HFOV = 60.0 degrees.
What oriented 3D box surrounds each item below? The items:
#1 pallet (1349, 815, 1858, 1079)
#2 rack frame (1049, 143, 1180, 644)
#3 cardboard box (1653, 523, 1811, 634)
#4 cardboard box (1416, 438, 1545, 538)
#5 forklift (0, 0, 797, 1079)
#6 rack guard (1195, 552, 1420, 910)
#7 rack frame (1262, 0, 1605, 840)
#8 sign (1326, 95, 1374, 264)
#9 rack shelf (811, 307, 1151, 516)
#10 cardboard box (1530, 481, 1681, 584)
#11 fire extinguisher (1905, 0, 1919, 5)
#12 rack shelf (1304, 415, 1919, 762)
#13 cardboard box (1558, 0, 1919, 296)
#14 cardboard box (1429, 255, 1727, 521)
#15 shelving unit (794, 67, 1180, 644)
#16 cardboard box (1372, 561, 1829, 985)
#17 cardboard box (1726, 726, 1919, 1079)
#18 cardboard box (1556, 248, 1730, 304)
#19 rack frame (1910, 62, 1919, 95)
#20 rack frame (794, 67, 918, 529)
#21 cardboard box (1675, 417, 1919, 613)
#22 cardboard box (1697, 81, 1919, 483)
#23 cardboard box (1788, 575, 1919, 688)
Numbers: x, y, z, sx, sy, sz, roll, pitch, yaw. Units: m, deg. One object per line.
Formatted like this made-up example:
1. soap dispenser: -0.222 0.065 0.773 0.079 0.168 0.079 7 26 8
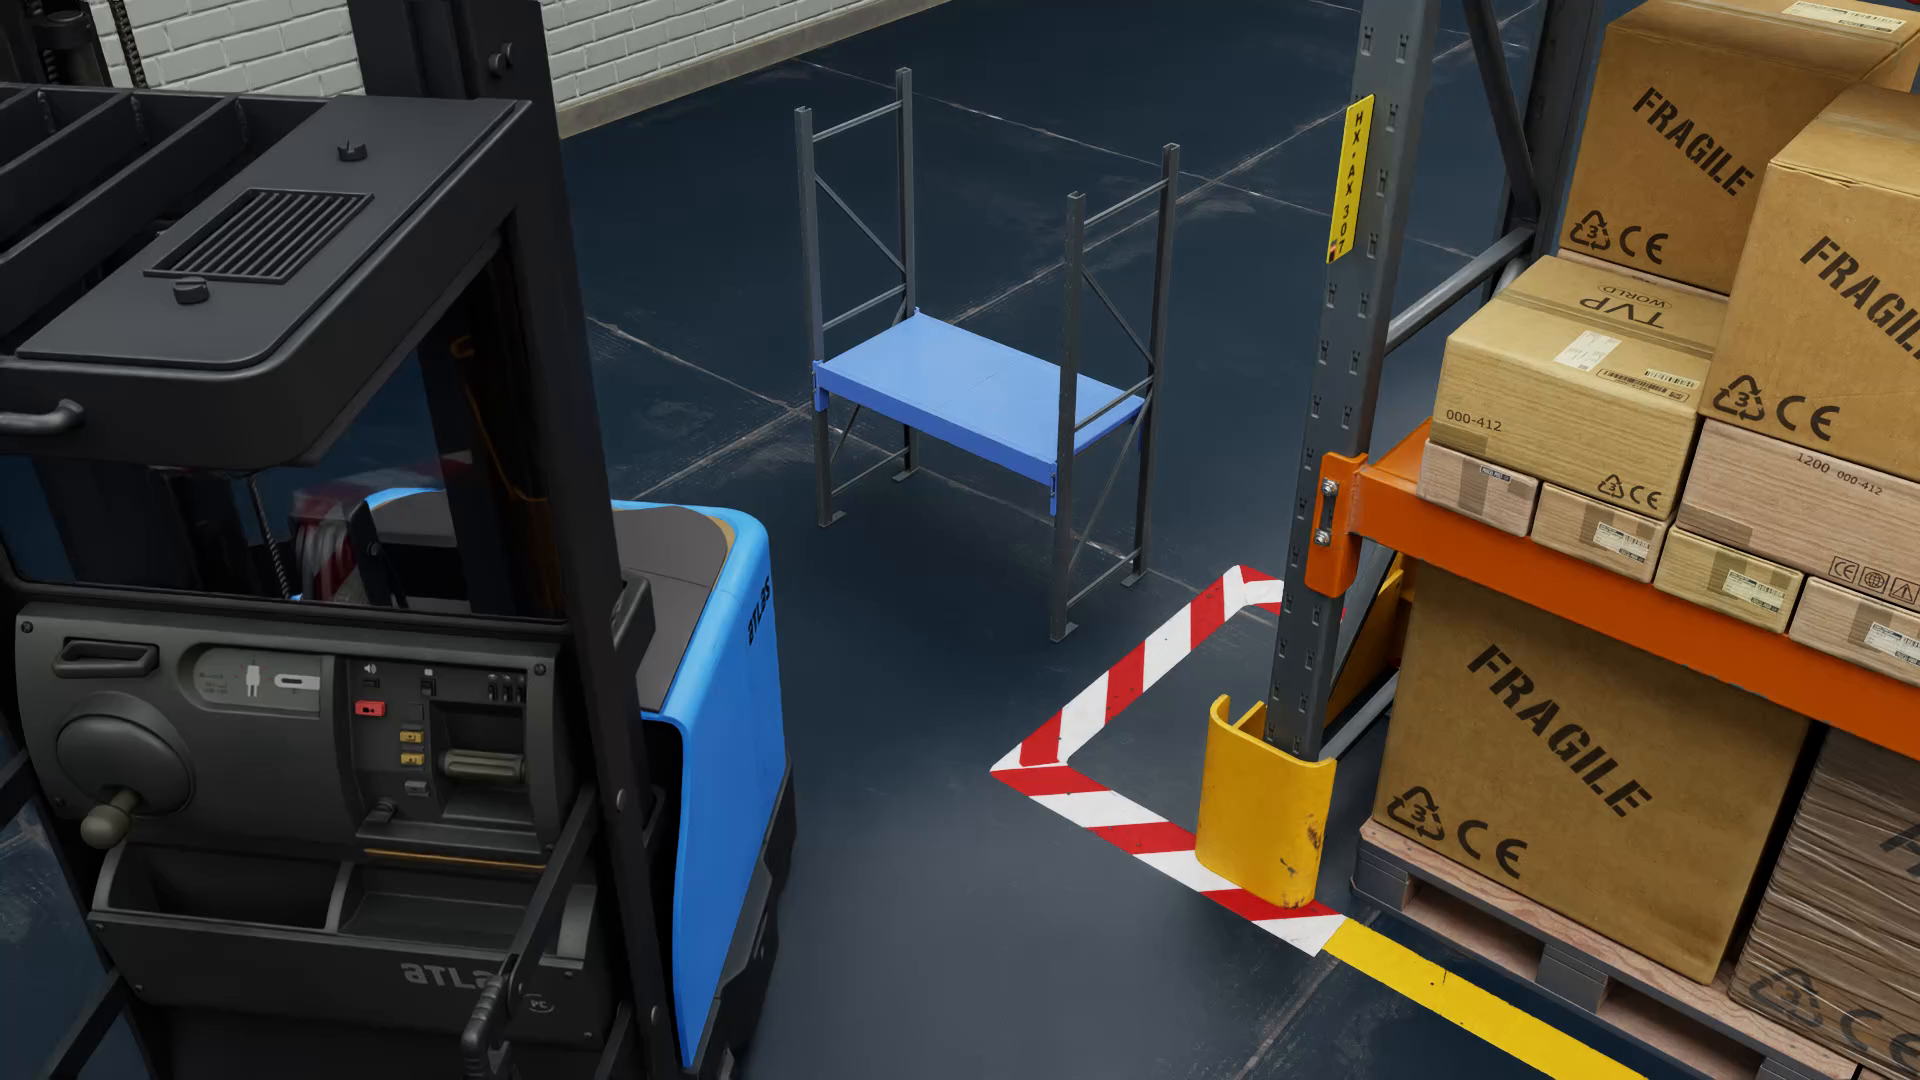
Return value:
1. pallet: 1.799 0.842 4.338 1.213 0.211 1.003 25 42 32
2. rack frame: 0.456 -0.403 5.012 0.032 1.500 0.500 25 42 32
3. cardboard box: 1.591 -0.003 3.326 0.250 0.149 0.380 24 41 31
4. cardboard box: 1.196 -0.188 3.596 0.250 0.149 0.380 26 42 32
5. forklift: -1.140 0.396 2.584 1.130 2.935 3.031 4 35 6
6. rack guard: 1.116 0.458 4.641 0.348 0.500 1.175 25 42 32
7. rack frame: 1.135 -0.563 3.921 0.127 3.000 1.000 25 42 32
8. sign: 0.775 -0.714 3.305 0.005 0.325 0.100 25 42 32
9. rack shelf: 0.066 -0.439 5.382 1.000 0.185 0.538 25 42 32
10. cardboard box: 1.394 -0.095 3.461 0.250 0.149 0.380 25 41 31
11. fire extinguisher: 4.487 -2.791 7.562 0.183 0.674 0.296 25 42 32
12. rack shelf: 2.672 0.458 3.070 4.000 0.370 1.077 25 42 32
13. cardboard box: 1.677 -0.871 3.576 0.500 0.500 0.500 26 42 32
14. cardboard box: 1.331 -0.333 3.455 0.500 0.250 0.500 24 41 31
15. shelving unit: 0.066 -0.587 5.280 1.048 1.500 0.538 25 42 32
16. cardboard box: 1.678 0.336 4.116 0.875 0.875 0.875 25 42 32
17. cardboard box: 2.377 0.666 3.637 0.875 0.875 0.875 25 42 32
18. cardboard box: 1.677 -0.564 3.792 0.500 0.250 0.500 25 41 31
19. rack frame: 4.386 -2.685 7.010 0.127 3.000 1.000 25 42 32
20. rack frame: -0.325 -0.771 5.549 0.032 1.500 0.500 25 42 32
21. cardboard box: 1.734 -0.147 3.185 0.500 0.250 0.500 25 41 31
22. cardboard box: 1.715 -0.461 2.979 0.500 0.500 0.500 24 41 31
23. cardboard box: 1.793 0.091 3.190 0.250 0.149 0.380 25 41 31
